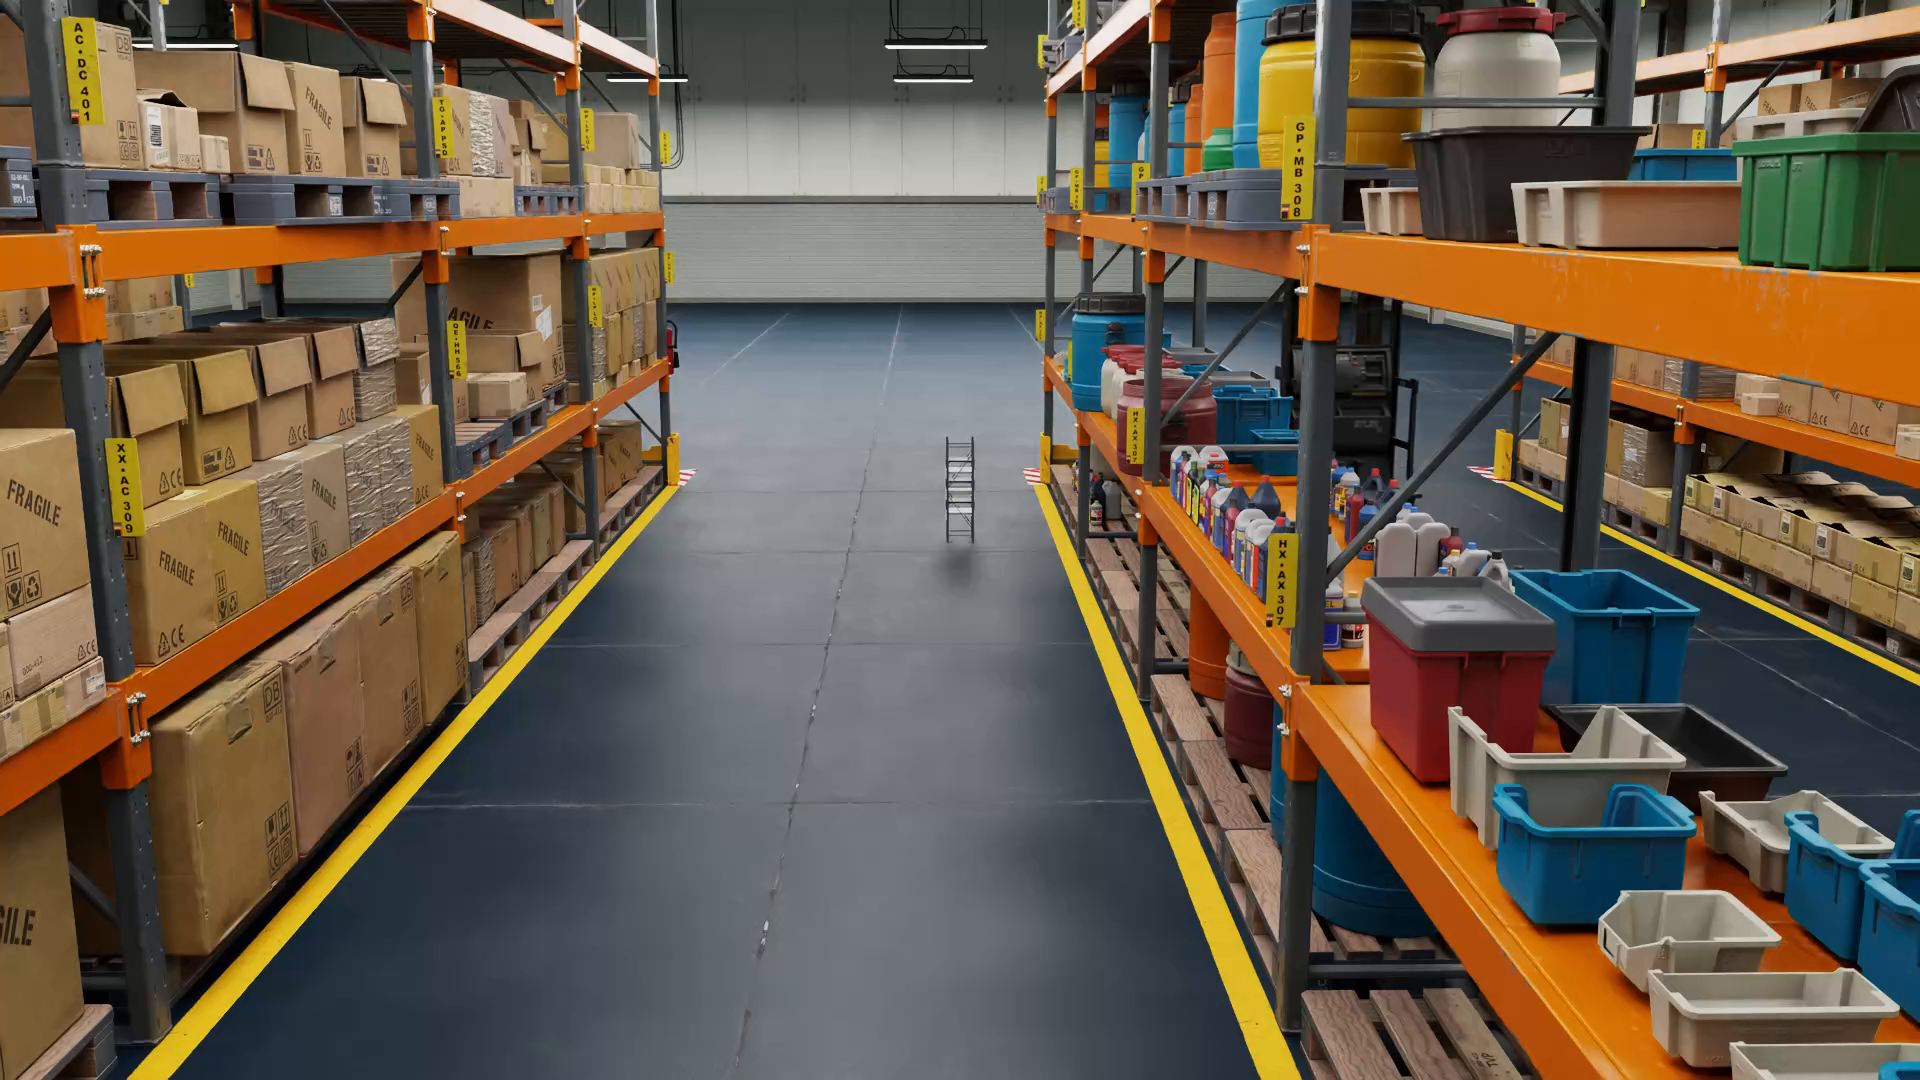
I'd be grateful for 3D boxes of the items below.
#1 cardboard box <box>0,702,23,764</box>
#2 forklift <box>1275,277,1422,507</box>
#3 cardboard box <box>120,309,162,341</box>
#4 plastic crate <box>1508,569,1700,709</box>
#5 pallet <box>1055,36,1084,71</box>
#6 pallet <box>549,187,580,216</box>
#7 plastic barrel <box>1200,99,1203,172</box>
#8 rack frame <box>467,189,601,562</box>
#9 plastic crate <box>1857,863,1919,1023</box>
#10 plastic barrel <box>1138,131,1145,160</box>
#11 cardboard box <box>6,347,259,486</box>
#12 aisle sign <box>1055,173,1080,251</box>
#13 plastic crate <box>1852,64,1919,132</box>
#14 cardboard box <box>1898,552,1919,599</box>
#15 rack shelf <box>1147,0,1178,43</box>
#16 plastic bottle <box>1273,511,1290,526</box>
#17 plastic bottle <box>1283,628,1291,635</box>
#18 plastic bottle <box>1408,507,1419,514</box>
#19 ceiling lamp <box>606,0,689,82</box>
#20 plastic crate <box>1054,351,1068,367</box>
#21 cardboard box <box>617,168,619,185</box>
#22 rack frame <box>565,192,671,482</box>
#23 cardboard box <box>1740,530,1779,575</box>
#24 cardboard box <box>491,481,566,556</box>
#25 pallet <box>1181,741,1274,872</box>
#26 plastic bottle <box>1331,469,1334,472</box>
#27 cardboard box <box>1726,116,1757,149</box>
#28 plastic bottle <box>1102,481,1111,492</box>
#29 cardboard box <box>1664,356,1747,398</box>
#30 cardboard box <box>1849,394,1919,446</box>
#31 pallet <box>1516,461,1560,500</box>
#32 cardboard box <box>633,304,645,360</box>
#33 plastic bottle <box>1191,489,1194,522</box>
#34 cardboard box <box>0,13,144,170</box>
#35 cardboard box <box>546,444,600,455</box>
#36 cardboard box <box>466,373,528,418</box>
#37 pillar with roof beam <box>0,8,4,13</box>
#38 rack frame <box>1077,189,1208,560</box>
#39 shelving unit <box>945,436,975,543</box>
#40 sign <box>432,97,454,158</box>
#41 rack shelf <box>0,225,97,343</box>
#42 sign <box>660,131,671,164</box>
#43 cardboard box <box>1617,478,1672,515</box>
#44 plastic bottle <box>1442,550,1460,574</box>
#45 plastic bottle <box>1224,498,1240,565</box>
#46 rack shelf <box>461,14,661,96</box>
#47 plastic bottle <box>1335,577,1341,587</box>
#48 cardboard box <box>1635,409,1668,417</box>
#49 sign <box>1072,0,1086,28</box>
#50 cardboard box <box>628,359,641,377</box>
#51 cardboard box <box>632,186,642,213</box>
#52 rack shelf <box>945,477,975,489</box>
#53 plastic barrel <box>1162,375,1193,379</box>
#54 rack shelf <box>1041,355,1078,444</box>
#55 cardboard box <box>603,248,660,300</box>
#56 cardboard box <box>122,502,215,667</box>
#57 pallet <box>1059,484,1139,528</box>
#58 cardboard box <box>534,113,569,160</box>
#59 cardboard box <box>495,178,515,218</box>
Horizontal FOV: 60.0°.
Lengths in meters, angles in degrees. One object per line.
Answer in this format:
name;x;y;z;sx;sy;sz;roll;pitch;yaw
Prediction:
cardboard box;-2.966;0.577;4.801;0.380;0.149;0.250;0;11;-2
forklift;3.511;-1.573;14.941;1.130;2.935;3.031;-2;12;-8
cardboard box;-8.434;-1.983;16.412;0.875;0.550;0.550;0;11;-1
plastic crate;1.992;0.342;5.217;0.392;0.384;0.575;0;11;-1
pallet;1.403;-4.376;14.978;1.003;0.211;1.213;0;11;-1
pallet;-3.570;-2.552;12.524;1.213;0.211;1.003;0;11;-1
plastic barrel;1.759;-2.403;10.052;0.600;0.901;0.600;0;11;0
rack frame;-3.476;-1.298;13.410;1.000;3.000;0.127;0;11;-1
plastic crate;2.021;0.808;3.302;0.416;0.233;0.300;0;11;-1
plastic barrel;1.663;-3.135;13.586;0.421;0.512;0.421;0;11;0
cardboard box;-3.335;-0.511;6.760;0.797;0.503;0.637;0;11;-1
aisle sign;1.099;-3.400;17.236;0.394;0.787;0.004;0;11;-1
plastic crate;1.967;-0.677;2.963;0.504;0.338;0.767;0;11;-1
cardboard box;6.254;0.221;10.372;0.500;0.311;0.500;0;11;0
rack shelf;1.600;-2.517;7.147;1.077;0.370;4.000;0;11;-1
plastic bottle;1.409;0.009;7.296;0.097;0.271;0.097;0;11;0
plastic bottle;1.259;0.207;6.289;0.061;0.283;0.133;0;11;-1
plastic bottle;2.014;-0.011;7.395;0.097;0.271;0.097;0;11;0
ceiling lamp;-7.719;-12.935;41.002;2.000;3.185;0.800;0;11;-1
plastic crate;1.090;-1.805;16.573;0.298;0.136;0.250;0;11;-1
cardboard box;-3.279;-3.265;14.941;0.380;0.149;0.250;0;11;0
rack frame;-3.559;-2.093;17.330;1.000;3.000;0.127;0;11;-1
cardboard box;6.212;0.090;12.430;0.500;0.250;0.500;-1;11;-3
cardboard box;-3.485;-0.166;13.013;0.700;0.500;0.500;-1;12;-6
pallet;1.639;1.242;7.905;1.003;0.211;1.213;0;11;-1
plastic bottle;1.982;-0.278;8.884;0.097;0.201;0.097;0;11;0
cardboard box;6.681;-3.232;13.742;0.500;0.500;0.500;1;11;4
plastic bottle;1.318;-0.369;14.579;0.152;0.276;0.135;0;11;-1
cardboard box;6.413;-1.475;14.032;0.700;0.500;0.500;-1;11;-3
cardboard box;6.460;-0.925;11.322;0.500;0.500;0.500;-1;11;-4
pallet;6.403;-0.614;17.055;1.003;0.211;1.213;0;11;-1
cardboard box;-3.477;-1.980;15.772;0.875;0.500;0.500;0;11;-1
plastic bottle;1.232;-0.196;8.482;0.097;0.201;0.097;0;11;0
cardboard box;-3.333;-1.547;5.790;0.700;0.500;0.500;0;11;0
cardboard box;-3.555;-0.595;15.178;0.500;0.500;0.500;-1;12;-6
cardboard box;-3.198;-0.969;11.111;0.500;0.250;0.500;-1;11;-3
pillar with roof beam;-15.384;-8.425;33.452;9.100;9.000;0.548;0;11;-1
rack frame;1.476;-1.318;13.511;1.000;3.000;0.127;0;11;-1
shelving unit;0.000;-0.439;14.462;0.258;0.900;0.210;0;11;-1
sign;-2.838;-2.265;9.137;0.100;0.325;0.005;0;11;-1
rack shelf;-3.269;-0.427;3.385;1.077;0.370;4.000;0;11;-1
sign;-3.003;-3.995;16.935;0.100;0.325;0.005;0;11;-1
cardboard box;6.200;-0.386;14.779;0.500;0.250;0.500;0;11;-1
plastic bottle;2.026;0.142;6.817;0.097;0.201;0.097;0;11;0
plastic bottle;1.234;-0.039;7.500;0.061;0.283;0.133;0;11;-1
rack shelf;-3.517;-4.281;14.845;1.077;0.370;4.000;0;11;-1
plastic bottle;1.427;0.216;6.450;0.097;0.201;0.097;0;11;0
cardboard box;6.699;-0.955;15.695;0.500;0.500;0.500;0;11;-1
sign;0.926;-4.155;12.935;0.100;0.325;0.005;0;11;-1
cardboard box;-3.210;-1.616;15.612;0.380;0.149;0.250;0;11;-1
cardboard box;-3.279;-3.193;15.588;0.500;0.250;0.500;0;11;0
rack shelf;0.000;-0.495;14.450;0.258;0.077;0.200;0;11;-1
plastic barrel;1.324;-0.781;10.584;0.421;0.512;0.421;0;11;0
rack shelf;1.435;-1.363;15.542;1.077;0.370;4.000;0;11;-1
cardboard box;-3.300;-2.669;16.657;0.500;0.500;0.500;0;11;-1
cardboard box;-3.070;0.151;6.018;0.500;0.500;0.500;0;11;-1
pallet;1.476;-0.328;15.645;1.003;0.211;1.213;0;11;-1
cardboard box;-3.798;-3.706;15.482;0.500;0.500;0.500;0;11;-1
cardboard box;-3.179;-2.198;10.680;0.500;0.250;0.500;0;11;0
